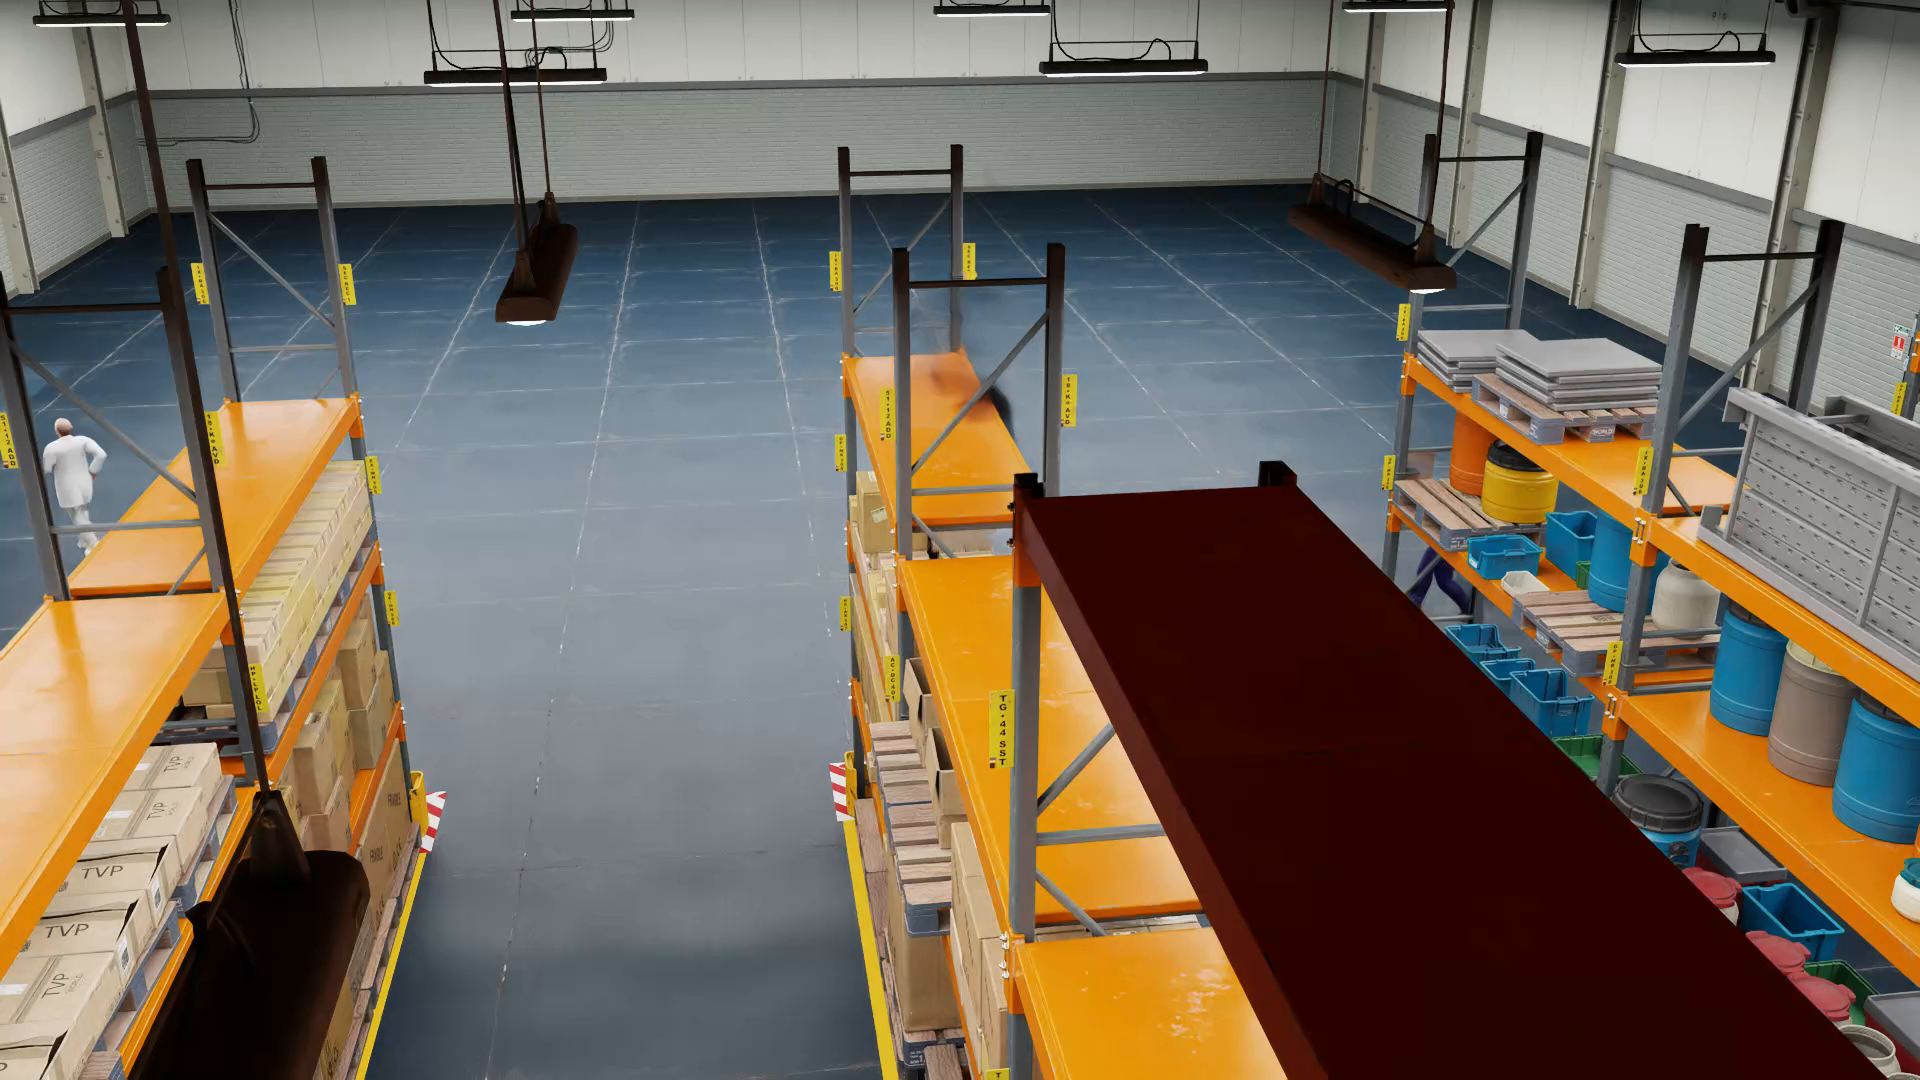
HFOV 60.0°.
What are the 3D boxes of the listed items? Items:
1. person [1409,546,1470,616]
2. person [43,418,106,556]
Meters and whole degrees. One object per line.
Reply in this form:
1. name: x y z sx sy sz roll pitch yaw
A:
1. person: 5.511 0.131 19.031 0.896 1.658 0.598 8 23 19
2. person: -11.076 -0.646 20.848 0.876 1.822 0.694 16 27 35
